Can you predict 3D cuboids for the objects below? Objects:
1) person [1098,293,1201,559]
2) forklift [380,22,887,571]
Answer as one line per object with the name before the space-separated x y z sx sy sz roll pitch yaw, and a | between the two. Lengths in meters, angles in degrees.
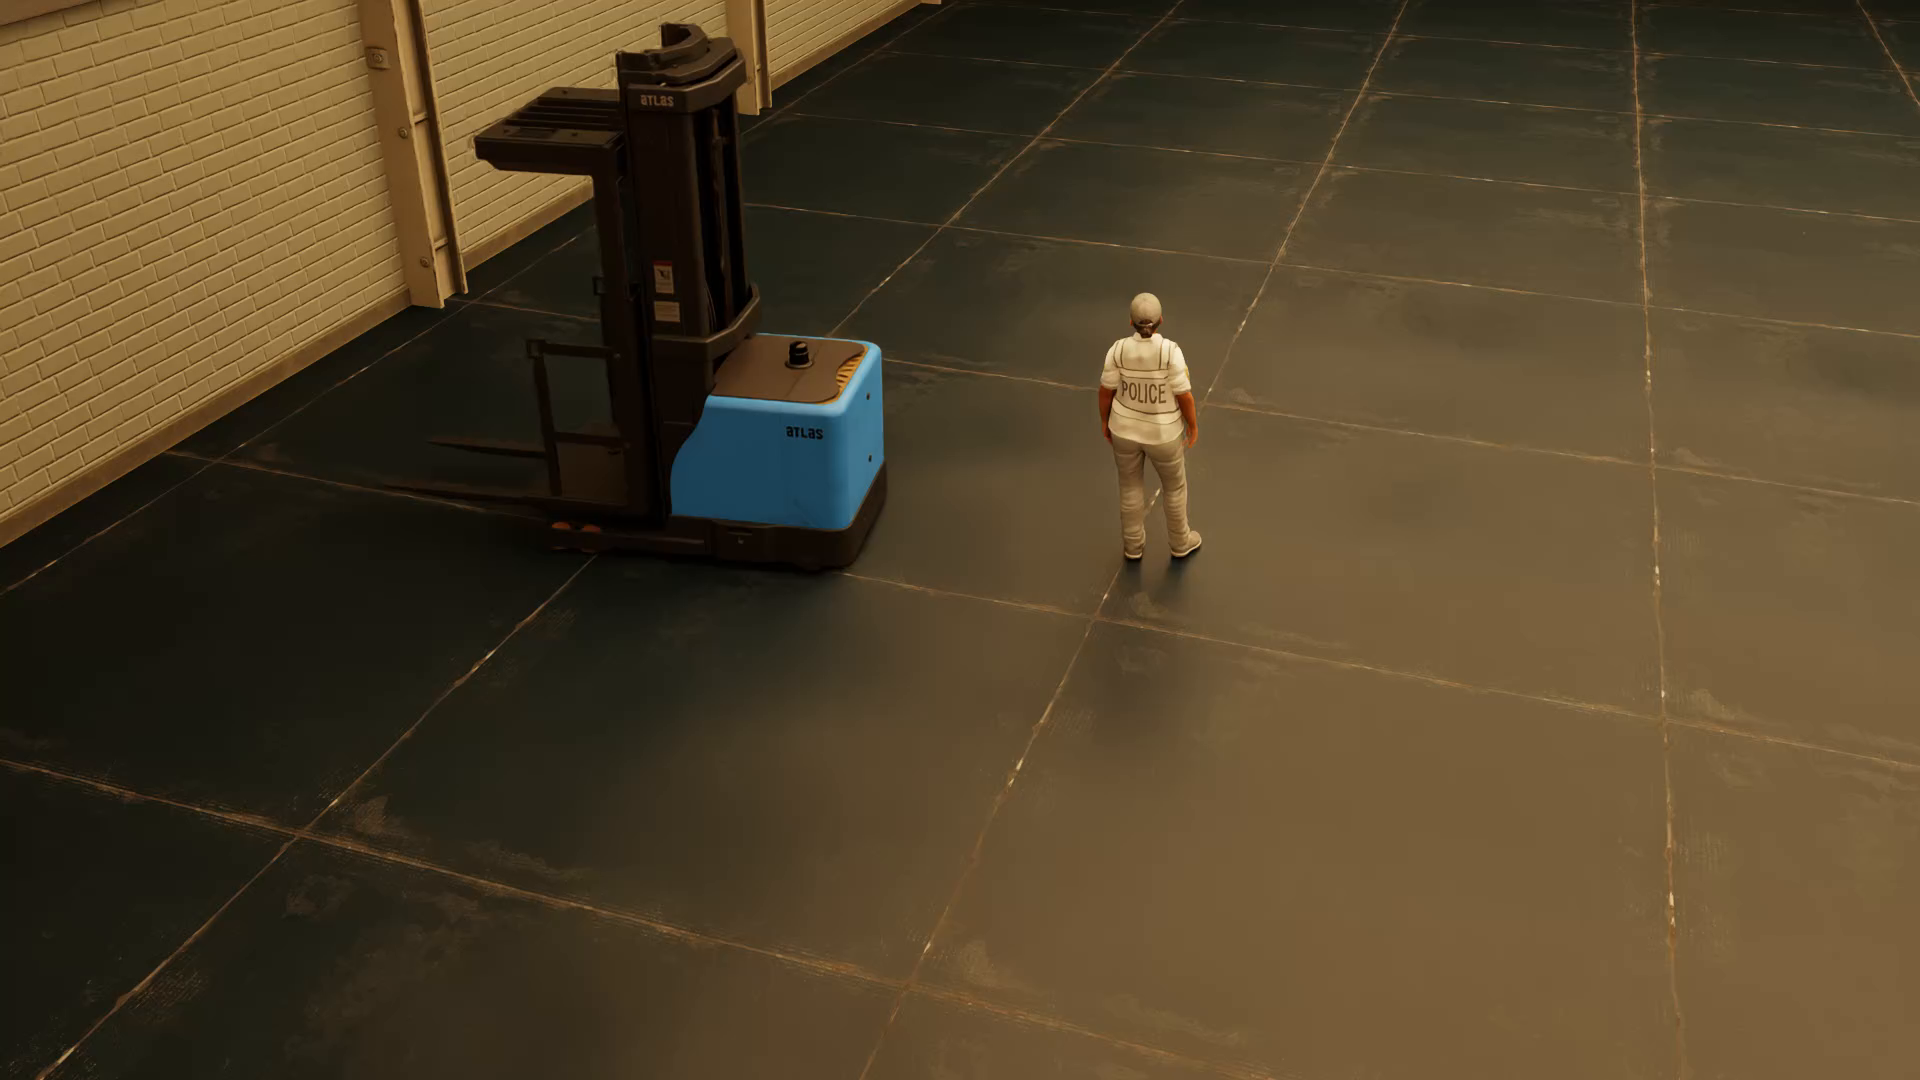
person | 1.110 -0.658 9.553 0.601 1.669 0.529 10 31 16
forklift | -2.029 -1.444 9.669 3.031 2.935 1.130 6 30 10
